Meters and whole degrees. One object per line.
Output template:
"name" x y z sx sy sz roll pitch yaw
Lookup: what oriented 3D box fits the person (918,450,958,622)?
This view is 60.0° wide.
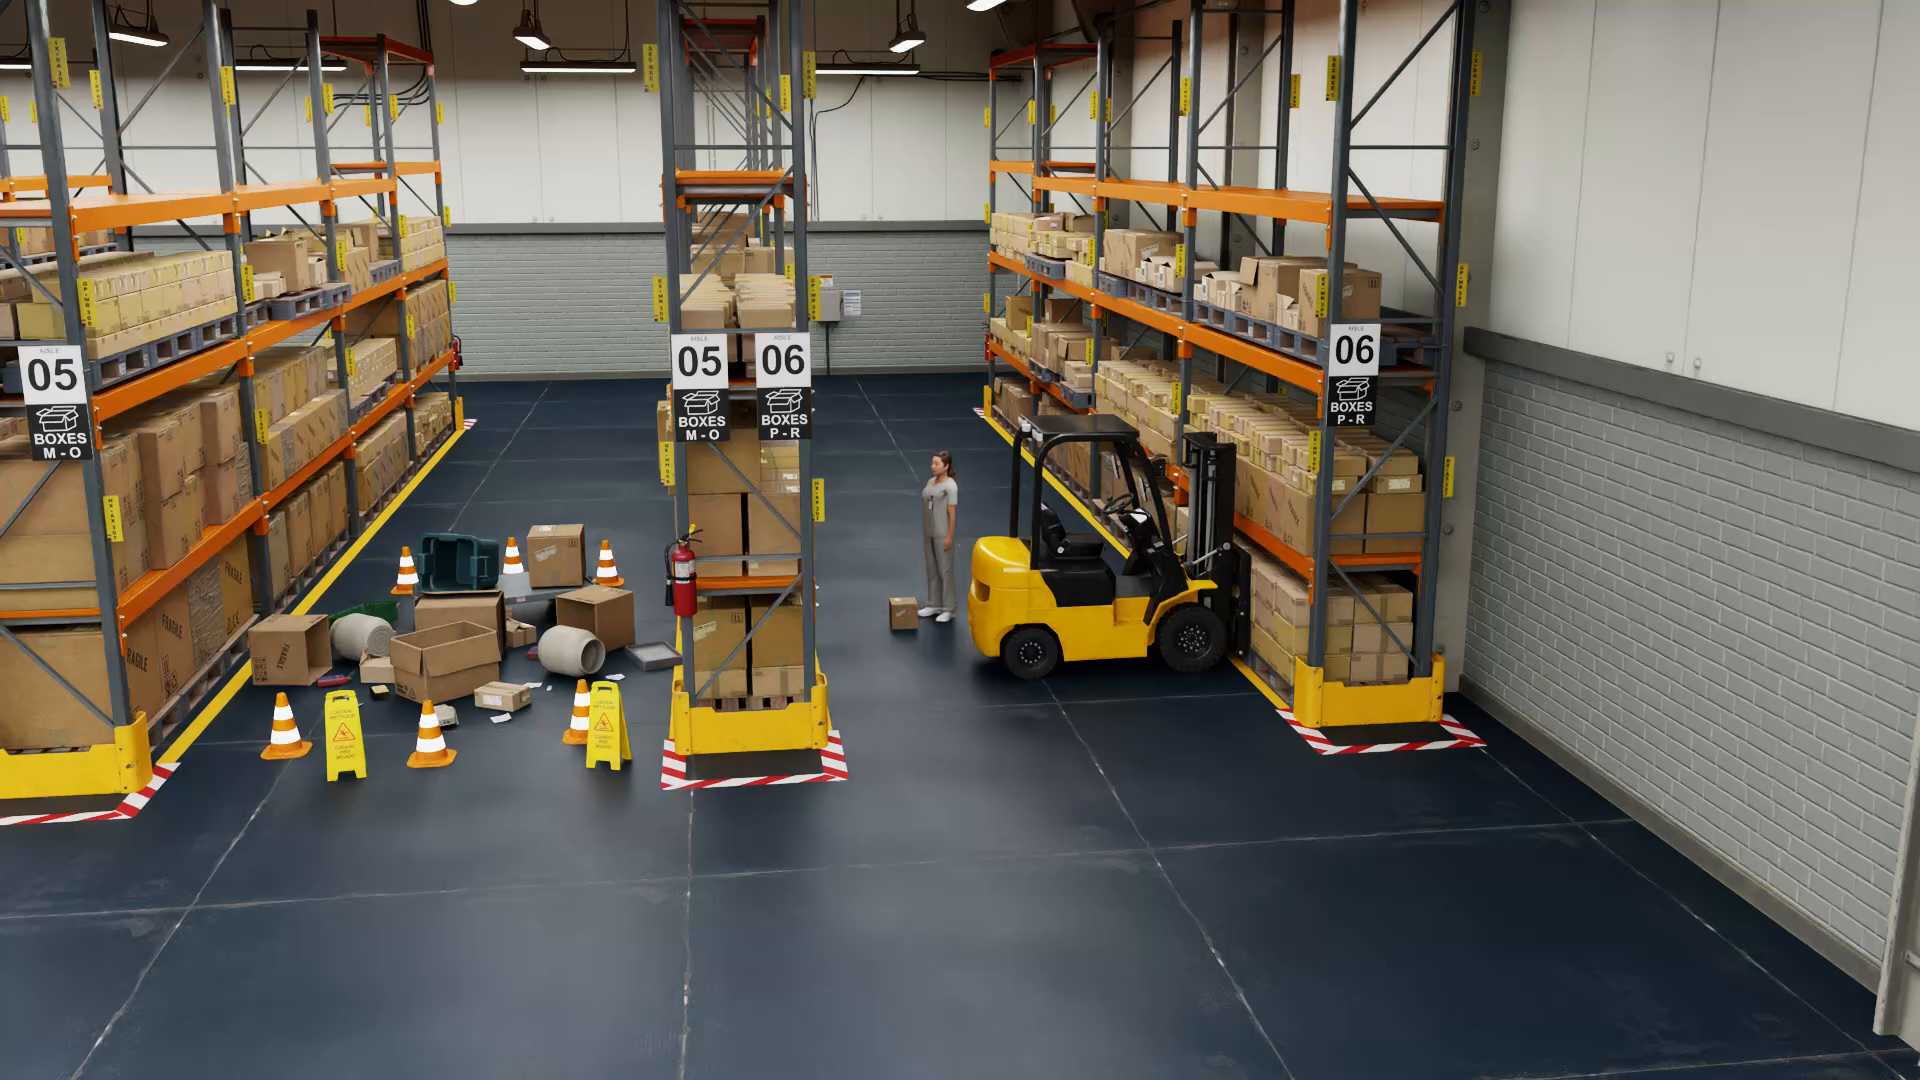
"person" -0.189 -0.046 16.184 0.355 1.672 0.437 -9 16 -35
